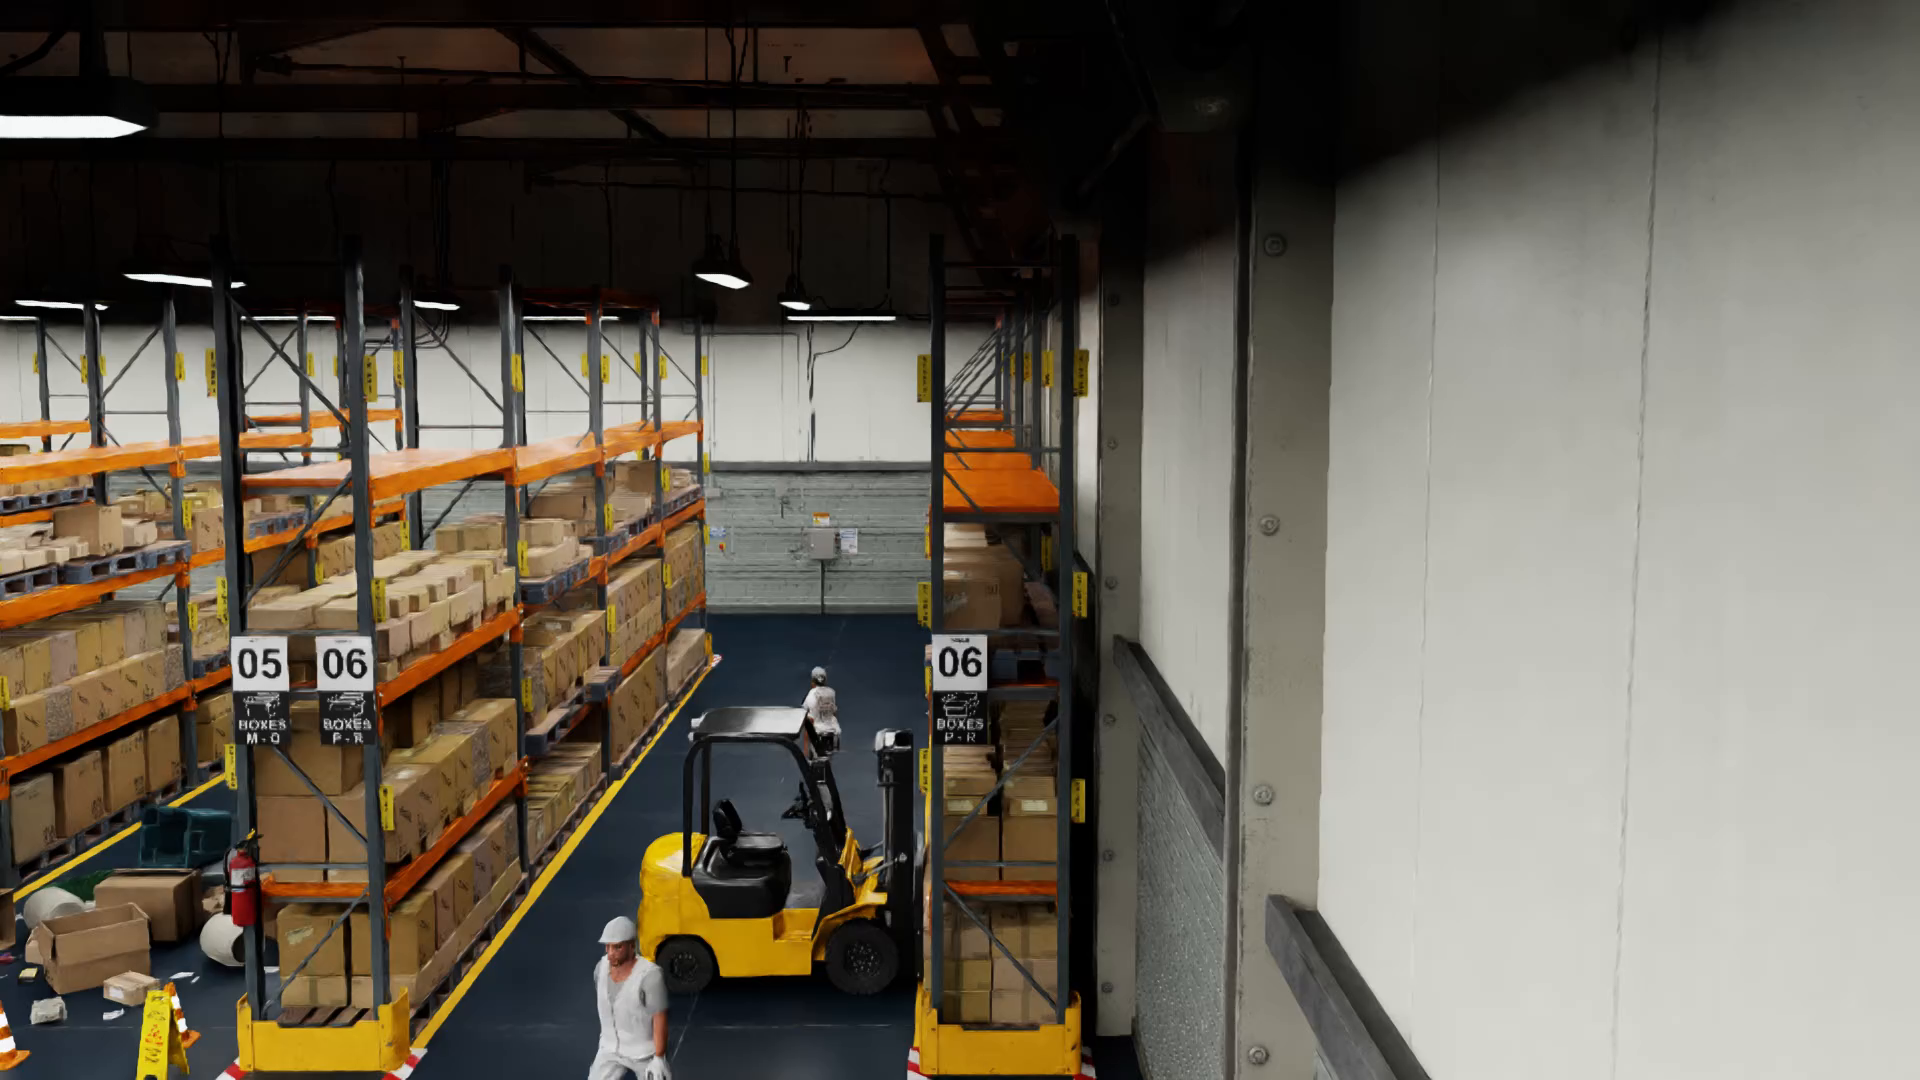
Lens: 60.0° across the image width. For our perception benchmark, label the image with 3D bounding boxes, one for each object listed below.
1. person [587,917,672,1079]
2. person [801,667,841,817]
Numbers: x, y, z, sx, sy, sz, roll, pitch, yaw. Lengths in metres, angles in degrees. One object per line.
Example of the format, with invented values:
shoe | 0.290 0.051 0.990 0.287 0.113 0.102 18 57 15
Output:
person | -2.074 3.168 10.302 0.596 1.742 0.960 3 7 23
person | -1.606 2.253 18.845 0.554 1.655 0.596 3 7 25
